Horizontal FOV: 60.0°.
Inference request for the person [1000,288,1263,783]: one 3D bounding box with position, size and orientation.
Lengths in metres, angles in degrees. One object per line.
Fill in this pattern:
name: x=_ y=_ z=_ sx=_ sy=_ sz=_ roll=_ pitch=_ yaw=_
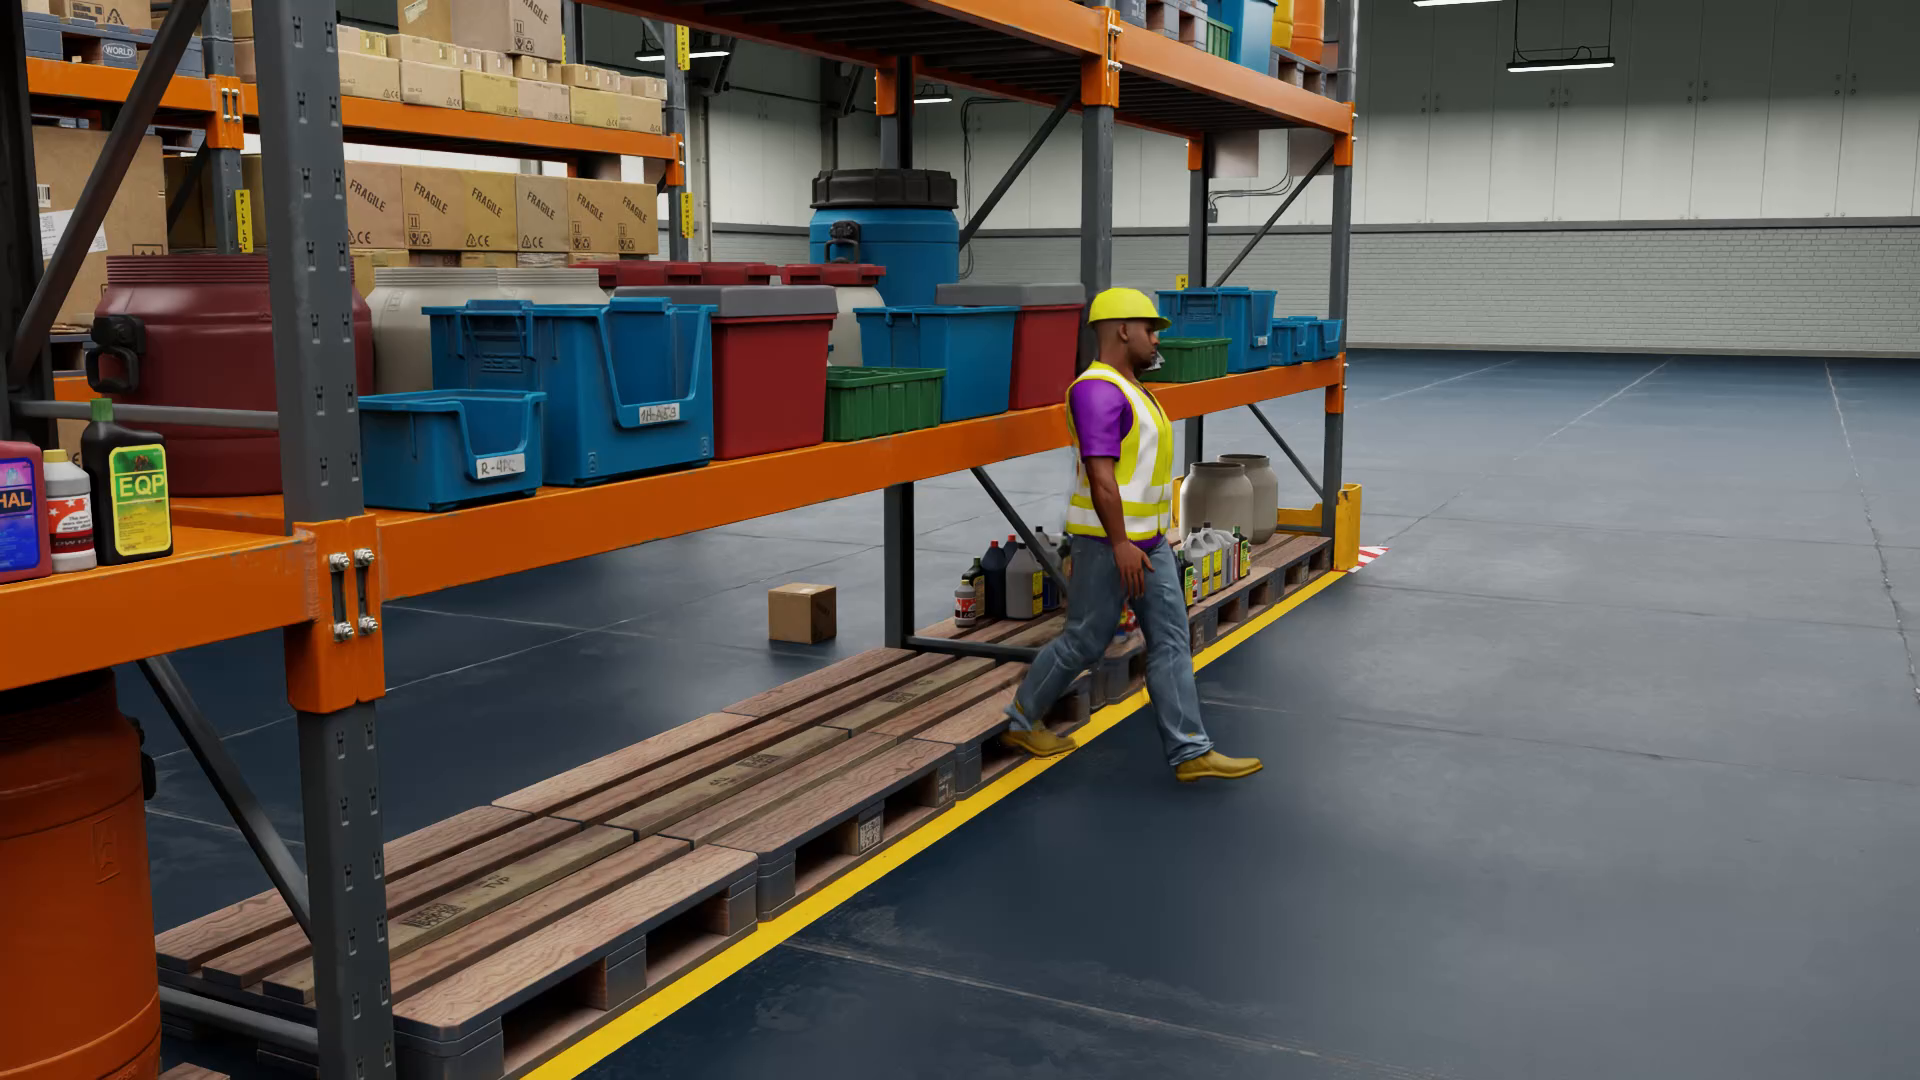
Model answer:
person: x=0.590 y=-0.011 z=5.832 sx=0.953 sy=1.726 sz=0.581 roll=5 pitch=10 yaw=27
